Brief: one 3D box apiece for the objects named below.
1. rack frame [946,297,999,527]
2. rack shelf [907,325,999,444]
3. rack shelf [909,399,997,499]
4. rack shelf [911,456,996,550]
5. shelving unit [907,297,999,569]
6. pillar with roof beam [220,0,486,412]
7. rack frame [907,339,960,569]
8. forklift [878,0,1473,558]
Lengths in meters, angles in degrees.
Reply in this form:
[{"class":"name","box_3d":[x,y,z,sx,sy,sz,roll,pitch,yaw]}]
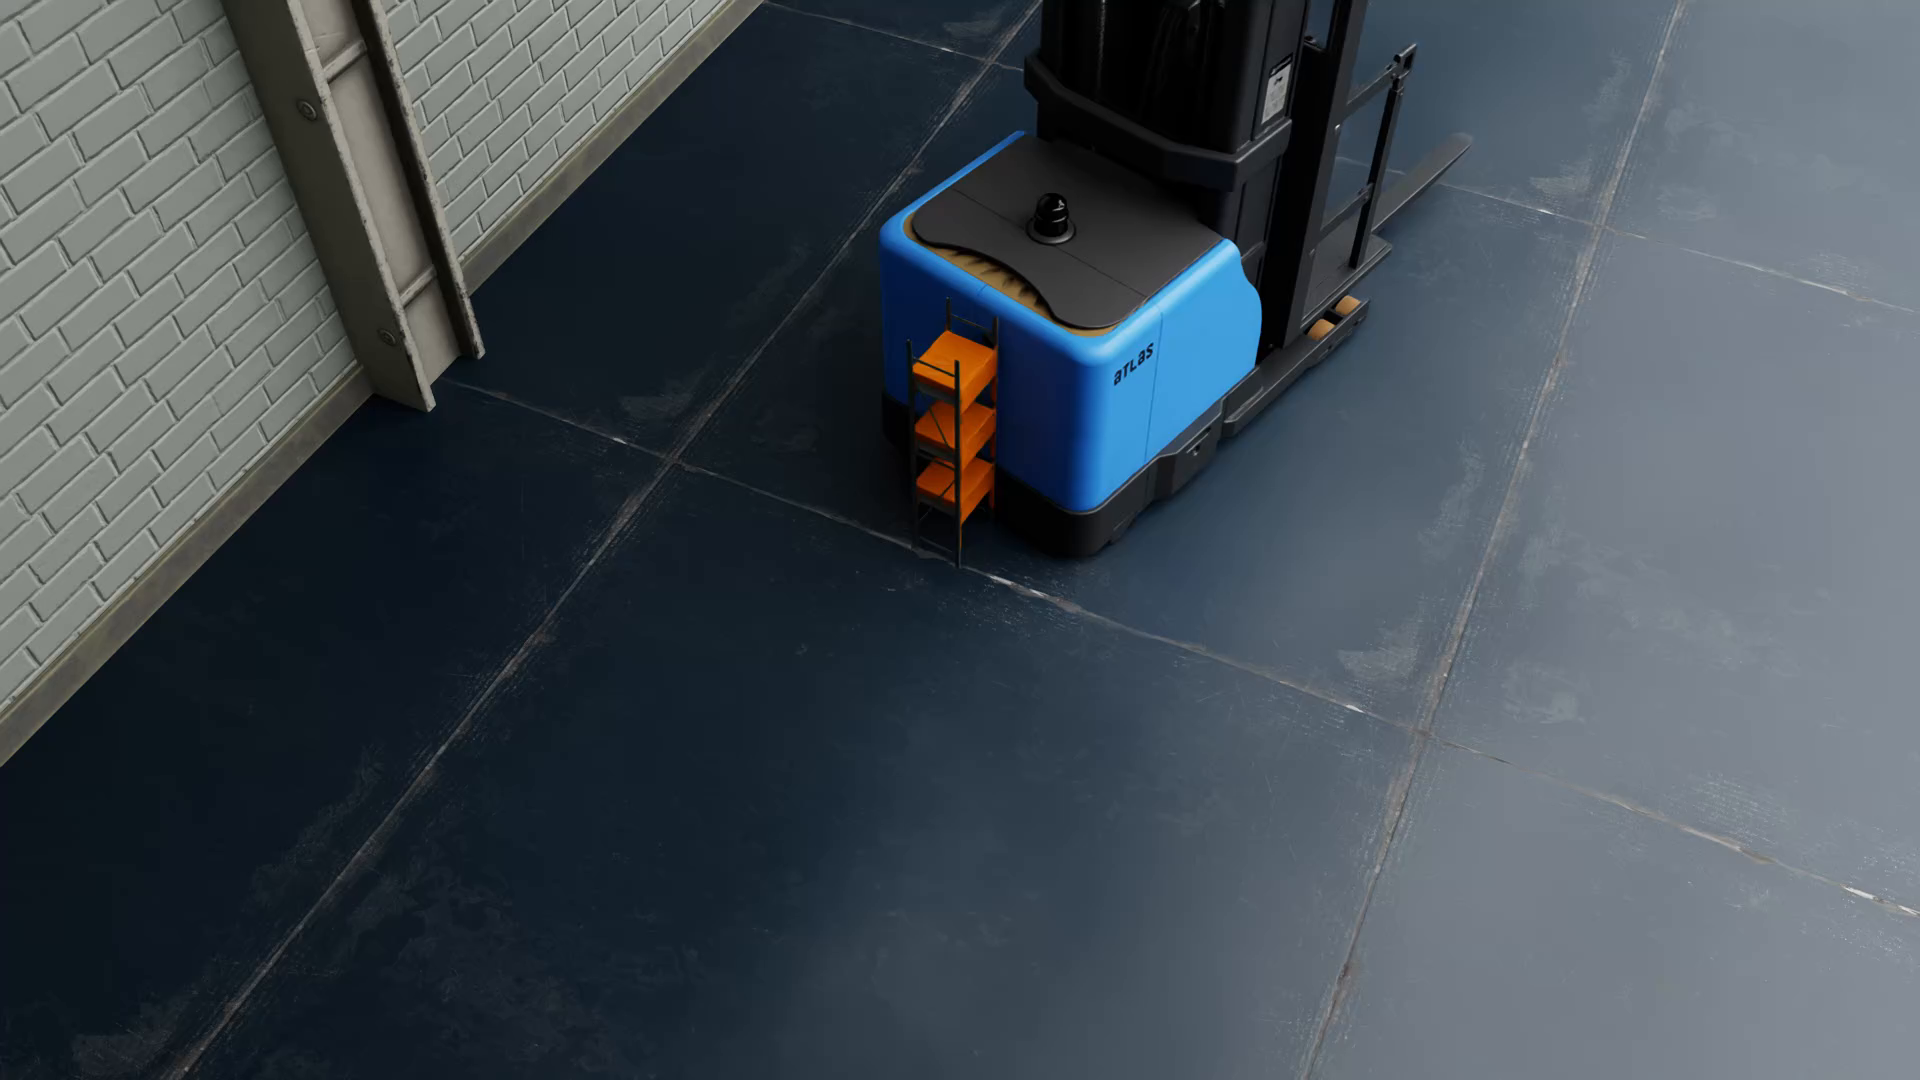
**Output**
[{"class":"rack frame","box_3d":[0.040,-0.432,5.928,0.200,1.050,0.008,25,54,20]},{"class":"rack shelf","box_3d":[-0.023,-0.530,5.653,0.215,0.259,0.240,25,54,20]},{"class":"rack shelf","box_3d":[-0.023,-0.346,5.869,0.215,0.259,0.240,25,54,20]},{"class":"rack shelf","box_3d":[-0.023,-0.166,6.080,0.215,0.259,0.240,25,54,20]},{"class":"shelving unit","box_3d":[-0.023,-0.353,5.861,0.215,1.050,0.252,25,54,20]},{"class":"pillar with roof beam","box_3d":[1.700,-2.214,2.225,9.100,9.000,0.400,20,52,16]},{"class":"rack frame","box_3d":[-0.087,-0.273,5.793,0.200,1.050,0.008,25,54,20]},{"class":"forklift","box_3d":[1.056,-1.930,5.967,1.130,2.935,3.031,34,58,26]}]
